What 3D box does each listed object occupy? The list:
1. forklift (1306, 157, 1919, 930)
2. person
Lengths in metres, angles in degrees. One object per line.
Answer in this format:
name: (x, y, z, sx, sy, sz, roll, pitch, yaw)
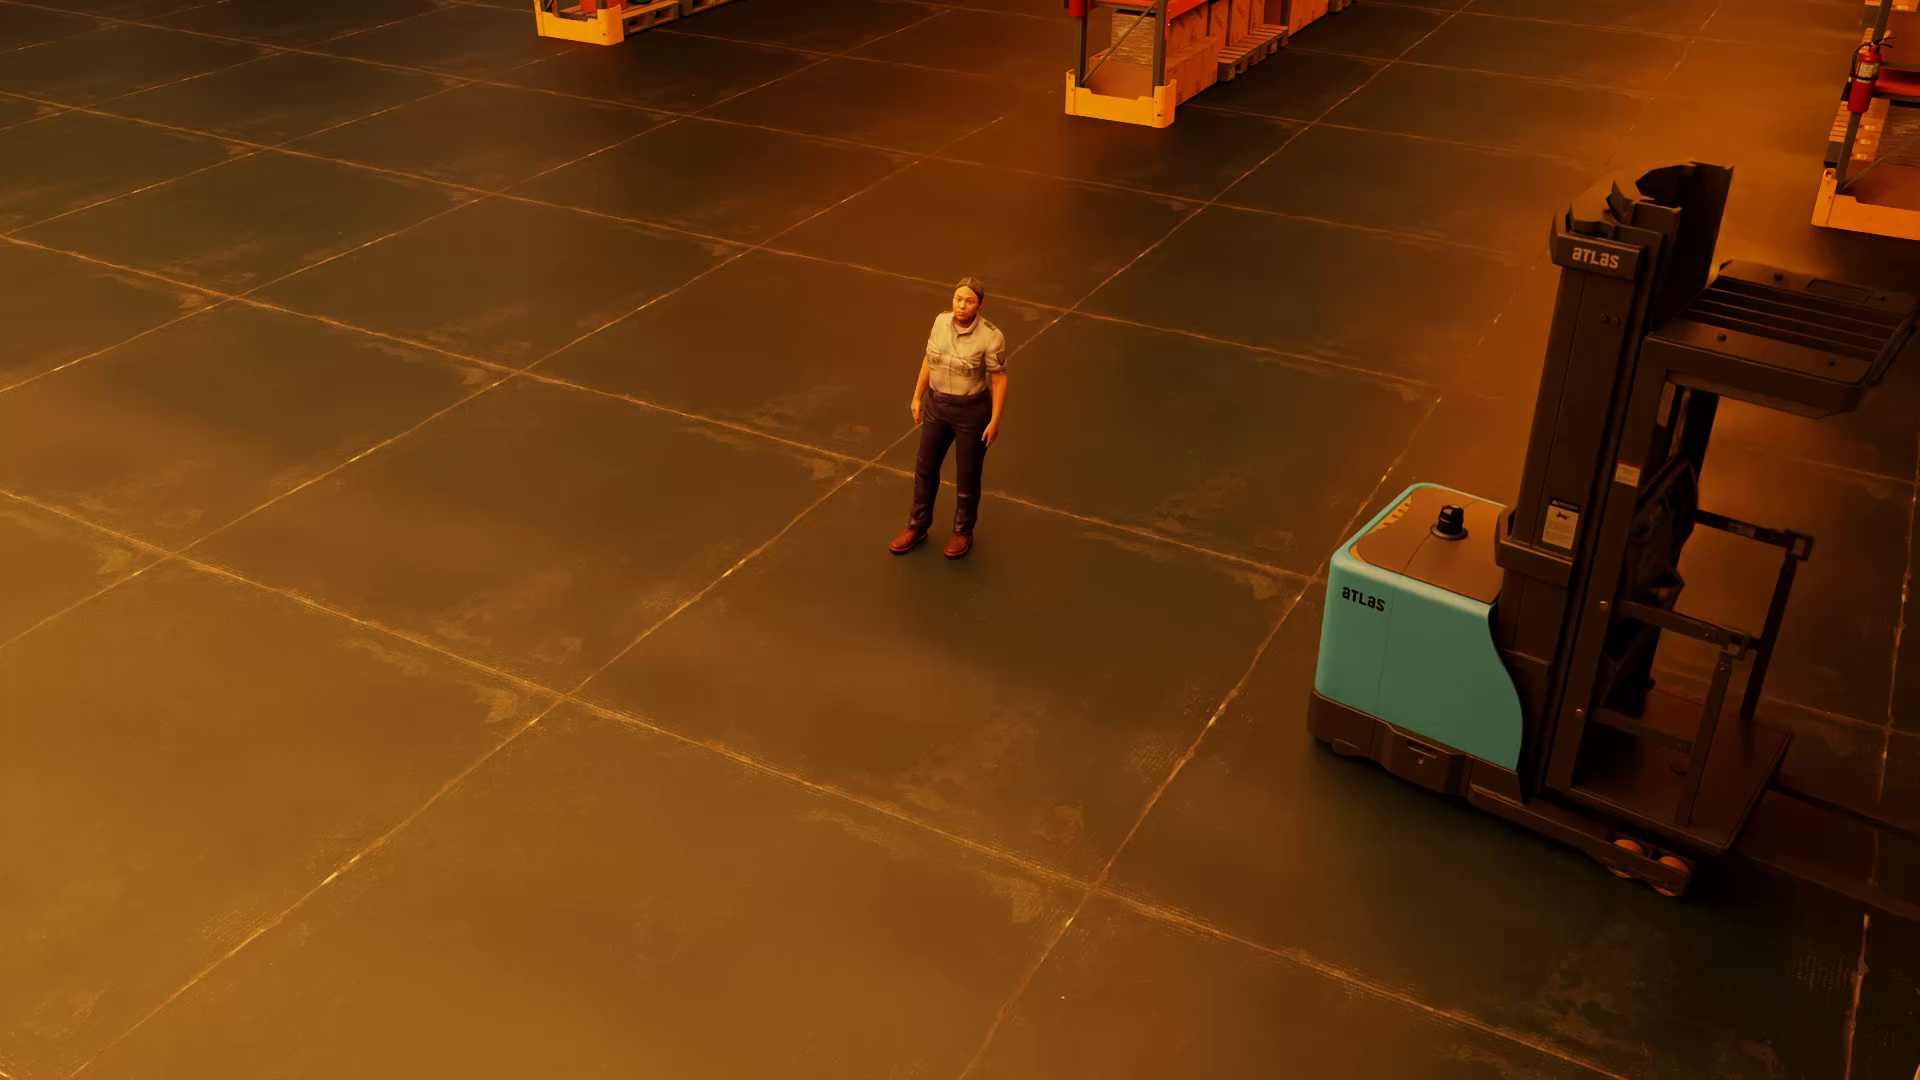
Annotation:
forklift: (3.195, -0.011, 7.090, 3.031, 2.935, 1.130, 21, 36, 32)
person: (-0.063, -0.686, 9.529, 0.599, 1.650, 0.503, 15, 33, 25)
